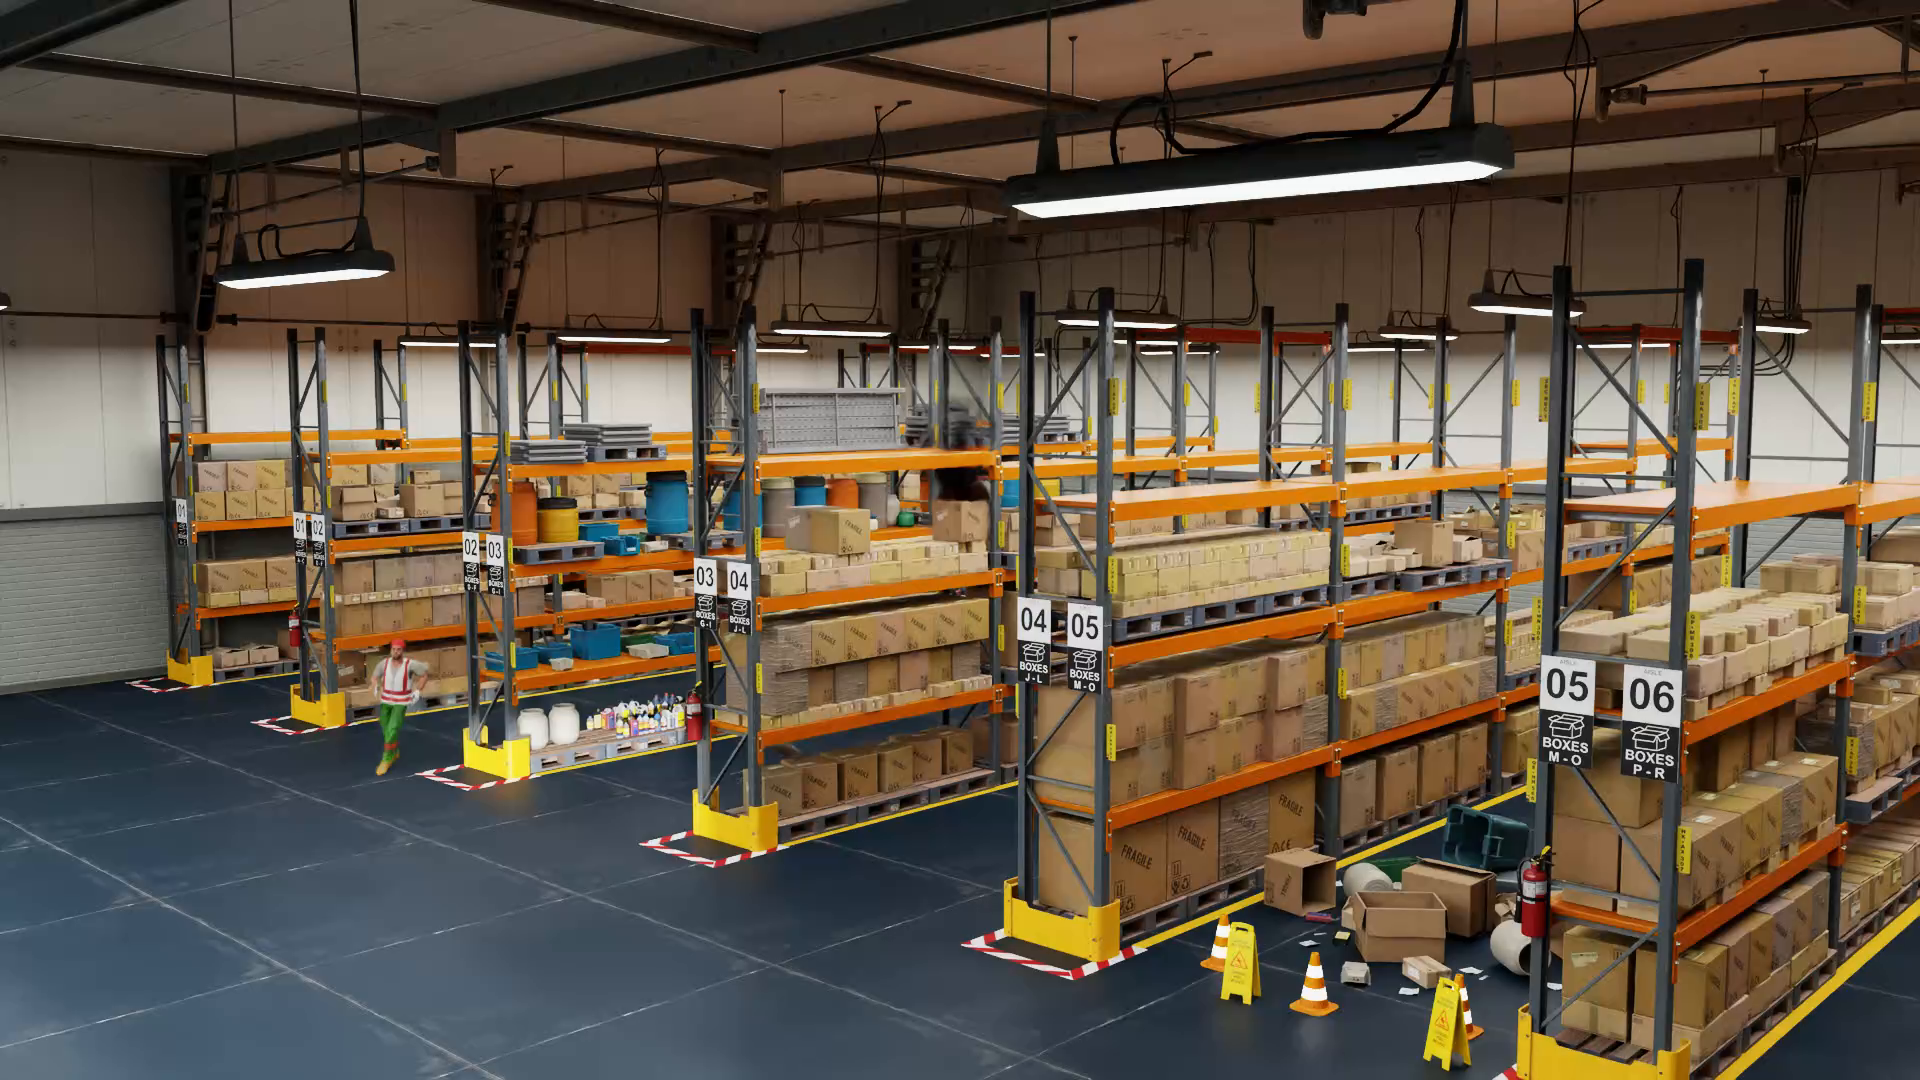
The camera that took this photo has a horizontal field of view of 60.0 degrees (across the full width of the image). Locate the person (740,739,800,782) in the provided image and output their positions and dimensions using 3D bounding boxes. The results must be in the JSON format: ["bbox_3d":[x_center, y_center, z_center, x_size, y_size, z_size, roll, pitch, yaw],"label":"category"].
[{"bbox_3d":[-2.509,2.268,21.697,0.673,1.699,0.944,4,7,38],"label":"person"}]

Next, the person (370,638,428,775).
[{"bbox_3d":[-7.519,2.198,22.206,0.692,1.797,0.715,1,5,7],"label":"person"}]

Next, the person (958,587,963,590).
[{"bbox_3d":[0.250,1.239,33.135,0.562,1.589,0.799,5,7,41],"label":"person"}]
